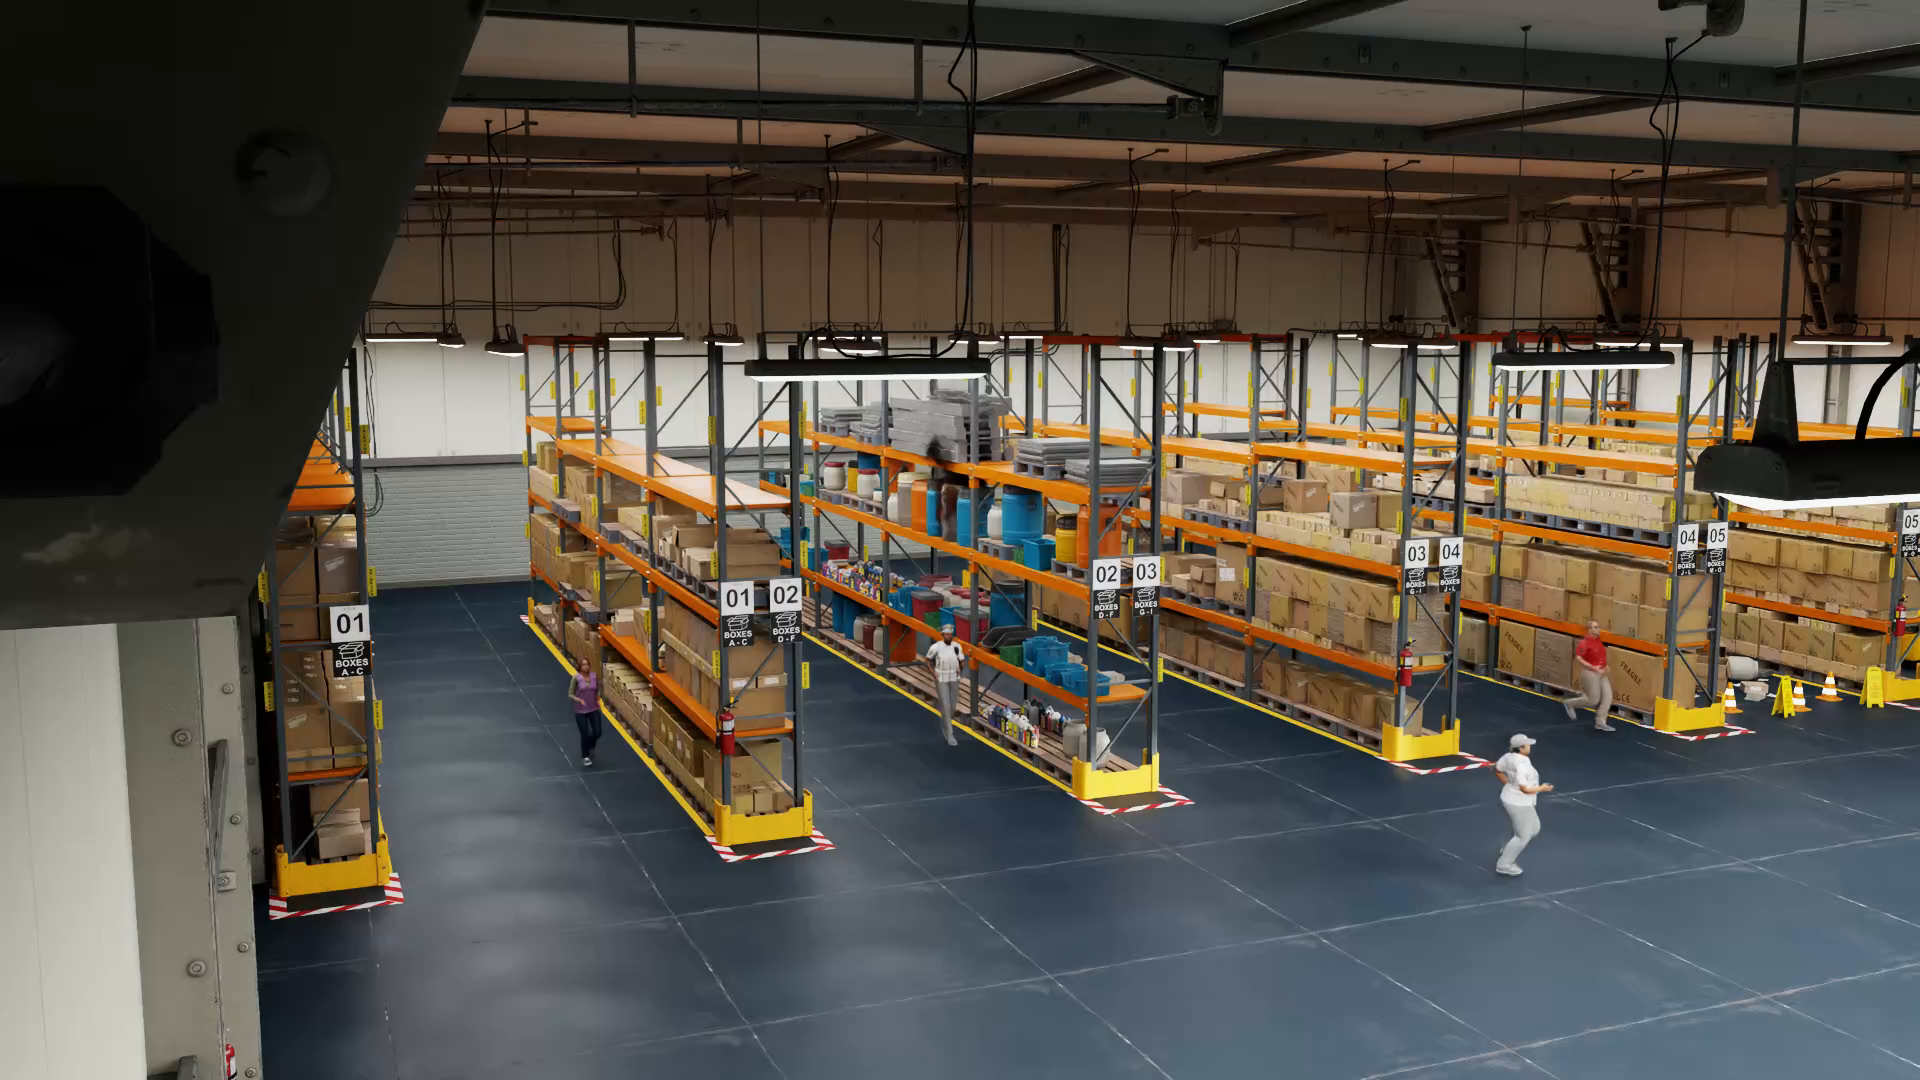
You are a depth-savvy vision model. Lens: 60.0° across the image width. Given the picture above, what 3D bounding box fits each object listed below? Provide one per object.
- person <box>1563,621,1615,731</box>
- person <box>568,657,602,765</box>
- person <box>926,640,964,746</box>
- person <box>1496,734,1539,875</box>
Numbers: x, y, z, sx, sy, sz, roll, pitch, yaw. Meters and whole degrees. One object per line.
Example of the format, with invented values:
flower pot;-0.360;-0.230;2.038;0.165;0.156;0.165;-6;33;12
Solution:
person;9.783;2.088;25.702;0.662;1.670;0.795;-7;10;-40
person;-5.267;2.439;23.550;0.526;1.543;0.536;-4;9;-28
person;-0.186;2.162;23.894;0.546;1.475;0.697;-3;8;-20
person;6.342;3.013;18.927;0.427;1.647;0.537;0;8;3
